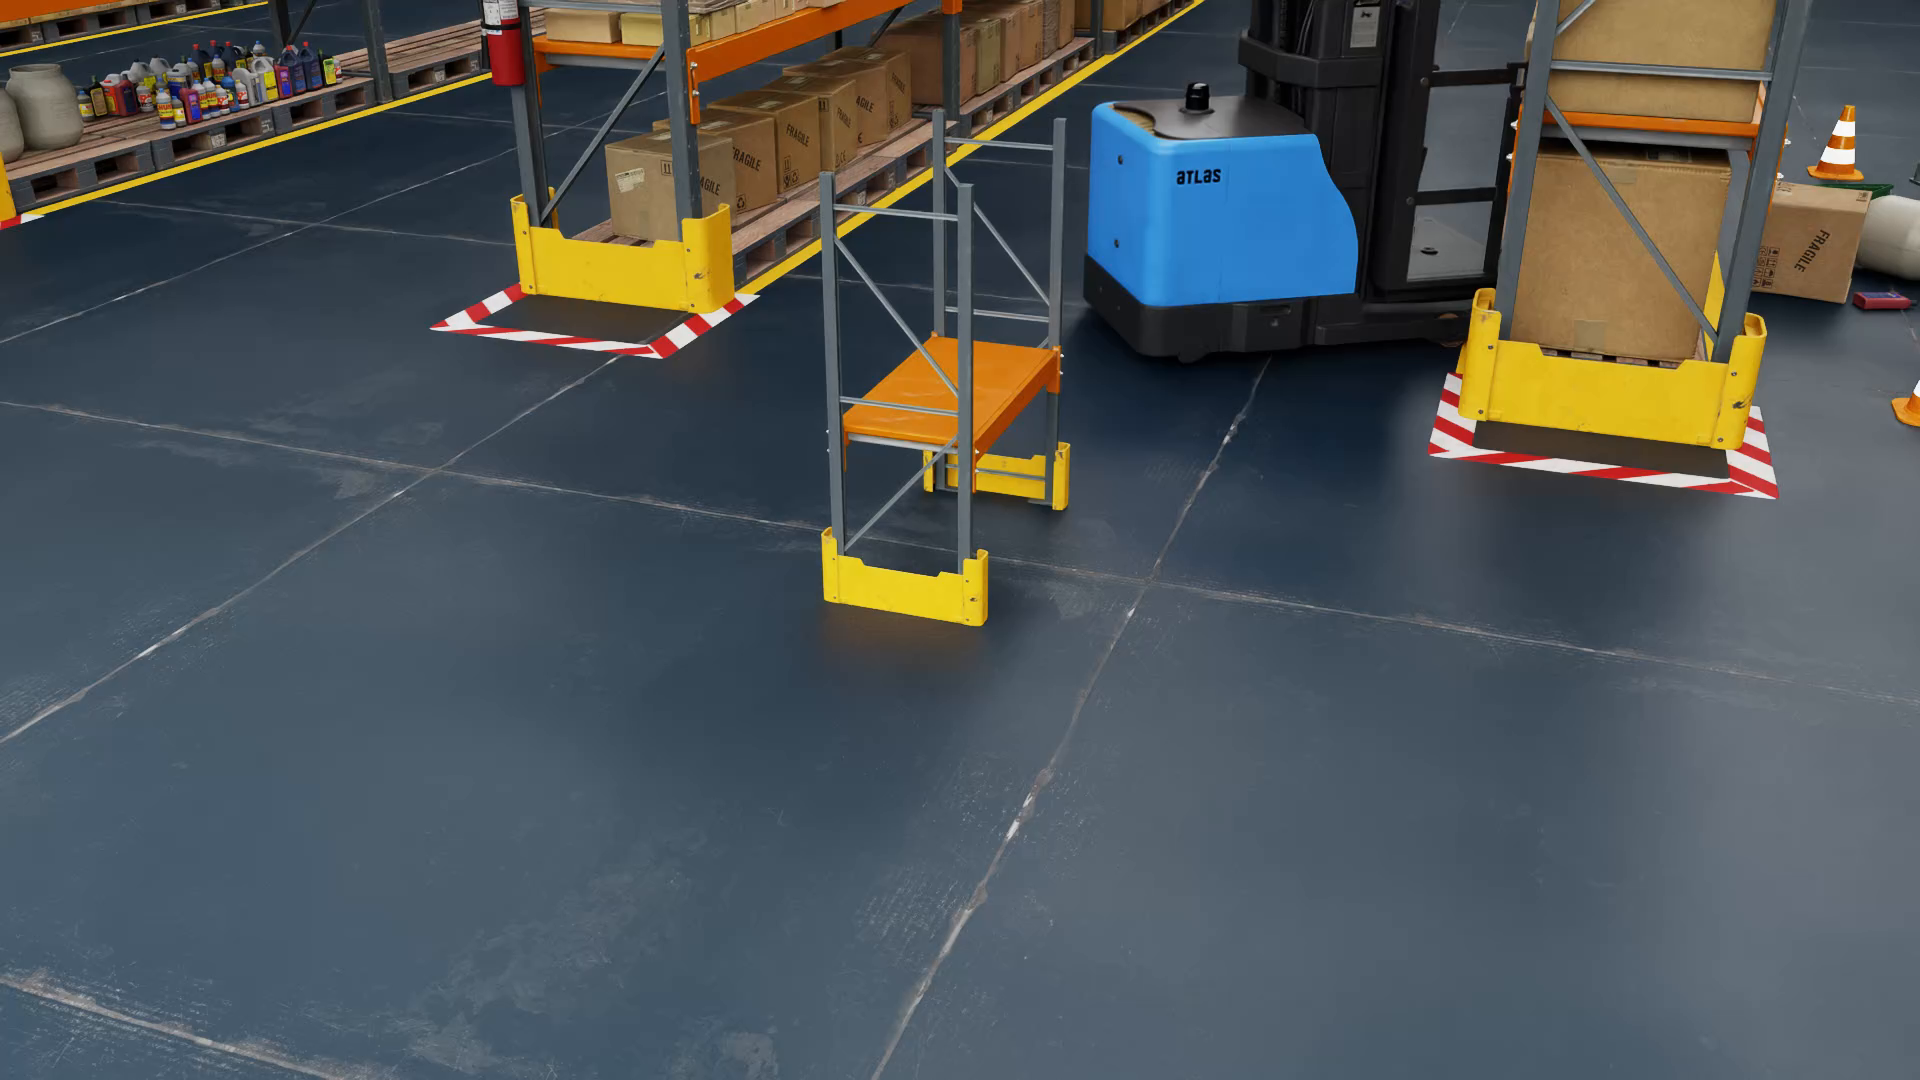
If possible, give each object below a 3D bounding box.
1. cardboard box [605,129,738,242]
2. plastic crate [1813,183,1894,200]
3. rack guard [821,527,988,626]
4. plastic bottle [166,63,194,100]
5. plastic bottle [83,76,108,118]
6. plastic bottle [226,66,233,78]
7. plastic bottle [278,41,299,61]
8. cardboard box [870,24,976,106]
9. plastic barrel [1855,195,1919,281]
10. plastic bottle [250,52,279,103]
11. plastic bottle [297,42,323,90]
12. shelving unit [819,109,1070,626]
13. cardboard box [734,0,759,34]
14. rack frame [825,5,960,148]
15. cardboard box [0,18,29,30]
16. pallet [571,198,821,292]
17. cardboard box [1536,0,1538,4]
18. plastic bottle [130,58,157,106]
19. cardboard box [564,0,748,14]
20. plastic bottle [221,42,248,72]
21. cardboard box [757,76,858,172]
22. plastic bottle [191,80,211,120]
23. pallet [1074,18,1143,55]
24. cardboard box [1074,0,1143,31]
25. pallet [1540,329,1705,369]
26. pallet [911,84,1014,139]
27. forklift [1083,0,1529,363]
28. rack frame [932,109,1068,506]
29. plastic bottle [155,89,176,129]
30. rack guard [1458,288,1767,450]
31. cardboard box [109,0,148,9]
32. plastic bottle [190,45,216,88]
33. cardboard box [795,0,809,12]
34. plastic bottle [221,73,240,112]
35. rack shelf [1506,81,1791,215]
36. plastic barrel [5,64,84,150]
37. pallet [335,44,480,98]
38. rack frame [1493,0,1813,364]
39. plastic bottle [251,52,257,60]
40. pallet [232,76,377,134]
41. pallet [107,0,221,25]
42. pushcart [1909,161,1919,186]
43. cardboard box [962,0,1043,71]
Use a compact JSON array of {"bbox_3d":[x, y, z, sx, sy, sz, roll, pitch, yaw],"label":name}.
[{"bbox_3d":[-1.601,-1.968,9.258,0.500,0.500,0.500,14,29,27],"label":"cardboard box"},{"bbox_3d":[5.328,-2.031,10.164,0.662,0.188,0.450,-20,23,-36],"label":"plastic crate"},{"bbox_3d":[-0.191,0.123,5.708,0.587,0.250,0.087,9,27,17],"label":"rack guard"},{"bbox_3d":[-5.880,-3.449,12.551,0.152,0.276,0.135,9,27,17],"label":"plastic bottle"},{"bbox_3d":[-6.276,-3.212,12.054,0.061,0.283,0.133,9,27,19],"label":"plastic bottle"},{"bbox_3d":[-5.436,-3.418,12.479,0.061,0.283,0.133,9,27,17],"label":"plastic bottle"},{"bbox_3d":[-5.243,-3.732,13.050,0.144,0.351,0.185,9,27,17],"label":"plastic bottle"},{"bbox_3d":[-0.269,-3.615,12.639,0.700,0.500,0.500,7,27,13],"label":"cardboard box"},{"bbox_3d":[5.219,-1.684,9.243,0.421,0.421,0.512,-14,29,-27],"label":"plastic barrel"},{"bbox_3d":[-5.278,-3.499,12.570,0.144,0.351,0.185,9,27,17],"label":"plastic bottle"},{"bbox_3d":[-5.107,-3.711,13.007,0.144,0.351,0.185,8,27,16],"label":"plastic bottle"},{"bbox_3d":[-0.025,-0.644,5.858,0.587,1.500,1.083,9,27,17],"label":"shelving unit"},{"bbox_3d":[-1.306,-2.819,8.919,0.380,0.149,0.250,9,27,17],"label":"cardboard box"},{"bbox_3d":[-0.494,-4.293,11.675,1.000,3.000,0.127,9,27,17],"label":"rack frame"},{"bbox_3d":[-9.295,-5.022,15.854,0.500,0.250,0.500,9,27,19],"label":"cardboard box"},{"bbox_3d":[-1.496,-1.754,9.631,1.003,0.211,1.213,9,27,17],"label":"pallet"},{"bbox_3d":[4.906,-3.756,12.664,1.050,0.750,0.750,9,27,18],"label":"cardboard box"},{"bbox_3d":[-6.090,-3.417,12.400,0.144,0.351,0.185,10,28,20],"label":"plastic bottle"},{"bbox_3d":[-1.616,-3.050,8.652,0.875,0.500,0.500,9,27,17],"label":"cardboard box"},{"bbox_3d":[-5.688,-3.725,13.036,0.144,0.351,0.185,9,27,17],"label":"plastic bottle"},{"bbox_3d":[-0.980,-2.696,10.762,0.500,0.500,0.500,6,27,13],"label":"cardboard box"},{"bbox_3d":[-5.484,-3.178,11.999,0.097,0.271,0.097,0,26,0],"label":"plastic bottle"},{"bbox_3d":[1.171,-4.995,16.324,1.003,0.211,1.213,9,27,17],"label":"pallet"},{"bbox_3d":[1.087,-5.450,16.021,1.225,0.875,0.875,7,27,15],"label":"cardboard box"},{"bbox_3d":[3.011,-0.973,8.018,1.003,0.211,1.213,9,27,17],"label":"pallet"},{"bbox_3d":[-0.236,-3.358,12.944,1.003,0.211,1.213,9,27,17],"label":"pallet"},{"bbox_3d":[2.219,-2.486,8.021,3.031,2.935,1.130,-6,26,-12],"label":"forklift"},{"bbox_3d":[0.141,-0.849,6.282,0.500,1.500,0.032,9,27,17],"label":"rack frame"},{"bbox_3d":[-5.598,-3.038,11.708,0.097,0.271,0.097,0,26,0],"label":"plastic bottle"},{"bbox_3d":[2.811,-0.754,7.233,1.175,0.500,0.348,9,27,17],"label":"rack guard"},{"bbox_3d":[-8.786,-5.656,17.164,0.500,0.250,0.500,9,27,19],"label":"cardboard box"},{"bbox_3d":[-5.887,-3.668,12.919,0.144,0.351,0.185,8,27,15],"label":"plastic bottle"},{"bbox_3d":[-1.095,-3.134,9.568,0.380,0.149,0.250,9,27,17],"label":"cardboard box"},{"bbox_3d":[-5.383,-3.303,12.255,0.097,0.271,0.097,0,26,0],"label":"plastic bottle"},{"bbox_3d":[3.485,-2.387,8.563,1.077,0.370,4.000,9,27,17],"label":"rack shelf"},{"bbox_3d":[-6.182,-2.924,11.221,0.421,0.512,0.421,0,26,0],"label":"plastic barrel"},{"bbox_3d":[-4.939,-4.085,14.444,1.003,0.211,1.213,9,27,17],"label":"pallet"},{"bbox_3d":[2.819,-1.889,6.709,1.000,3.000,0.127,9,27,17],"label":"rack frame"},{"bbox_3d":[-5.717,-3.841,13.447,0.097,0.201,0.097,0,26,0],"label":"plastic bottle"},{"bbox_3d":[-5.427,-3.486,13.209,1.003,0.211,1.213,9,27,17],"label":"pallet"},{"bbox_3d":[-8.814,-5.787,17.961,1.003,0.211,1.213,9,27,17],"label":"pallet"},{"bbox_3d":[6.685,-1.986,9.919,1.648,0.377,0.936,0,26,-1],"label":"pushcart"},{"bbox_3d":[0.279,-4.268,13.986,0.700,0.500,0.500,11,28,22],"label":"cardboard box"}]
